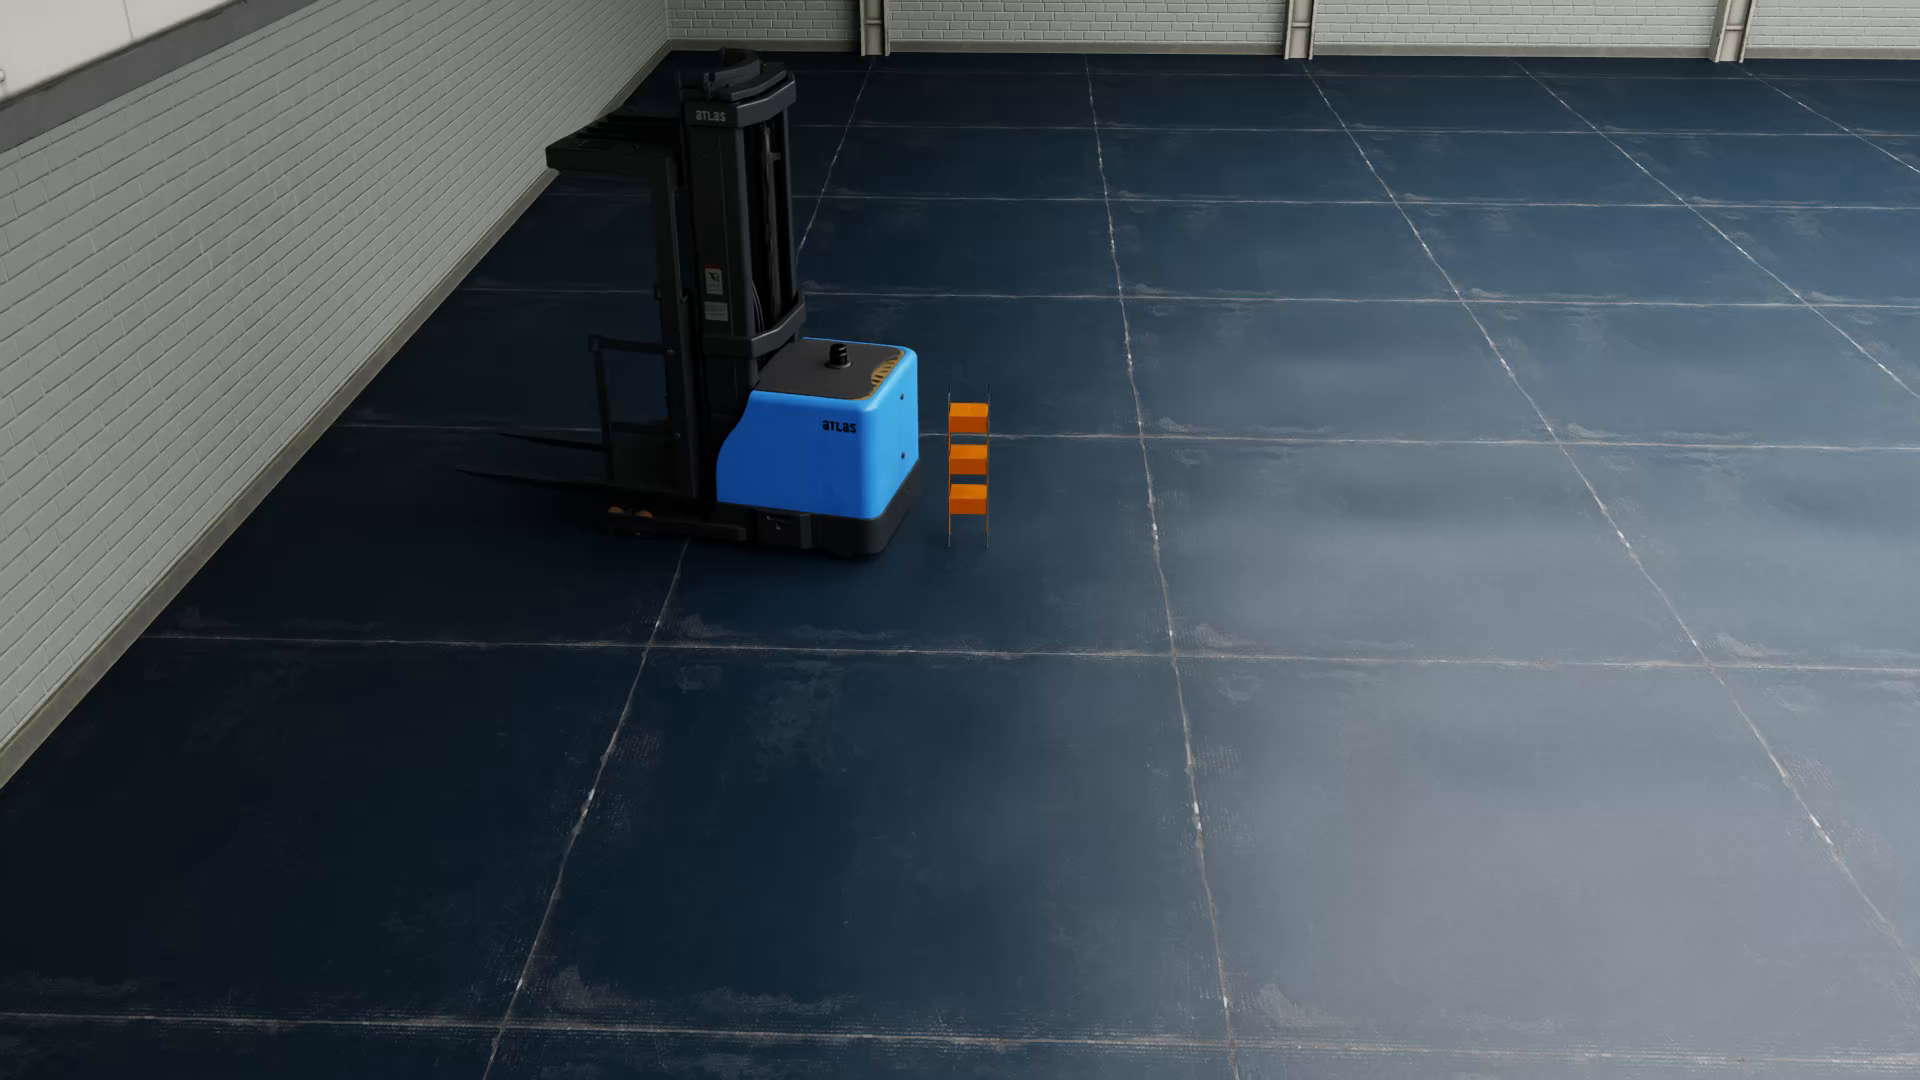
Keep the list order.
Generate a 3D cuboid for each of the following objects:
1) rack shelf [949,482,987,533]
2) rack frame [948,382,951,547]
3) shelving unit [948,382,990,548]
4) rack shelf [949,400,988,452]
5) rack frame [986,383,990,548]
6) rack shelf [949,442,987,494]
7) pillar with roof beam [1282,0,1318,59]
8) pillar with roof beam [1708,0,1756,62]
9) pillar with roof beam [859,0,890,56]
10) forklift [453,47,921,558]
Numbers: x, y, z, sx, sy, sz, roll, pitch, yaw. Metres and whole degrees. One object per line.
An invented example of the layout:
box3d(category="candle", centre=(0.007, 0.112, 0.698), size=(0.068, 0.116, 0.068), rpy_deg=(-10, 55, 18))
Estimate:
box3d(category="rack shelf", centre=(0.053, -0.208, 10.563), size=(0.240, 0.259, 0.215), rpy_deg=(1, 28, 2))
box3d(category="rack frame", centre=(-0.068, -0.465, 10.432), size=(0.008, 1.050, 0.200), rpy_deg=(1, 28, 2))
box3d(category="shelving unit", centre=(0.053, -0.463, 10.428), size=(0.252, 1.050, 0.215), rpy_deg=(1, 28, 2))
box3d(category="rack shelf", centre=(0.053, -0.704, 10.300), size=(0.240, 0.259, 0.215), rpy_deg=(1, 28, 2))
box3d(category="rack frame", centre=(0.175, -0.461, 10.424), size=(0.008, 1.050, 0.200), rpy_deg=(1, 28, 2))
box3d(category="rack shelf", centre=(0.053, -0.454, 10.433), size=(0.240, 0.259, 0.215), rpy_deg=(1, 28, 2))
box3d(category="pillar with roof beam", centre=(4.634, -8.828, 17.722), size=(0.400, 9.000, 9.100), rpy_deg=(1, 28, 2))
box3d(category="pillar with roof beam", centre=(10.630, -8.729, 17.535), size=(0.400, 9.000, 9.100), rpy_deg=(1, 28, 2))
box3d(category="pillar with roof beam", centre=(-1.362, -8.928, 17.909), size=(0.400, 9.000, 9.100), rpy_deg=(1, 28, 2))
box3d(category="forklift", centre=(-1.837, -1.547, 10.464), size=(3.031, 2.935, 1.130), rpy_deg=(7, 29, 13))
